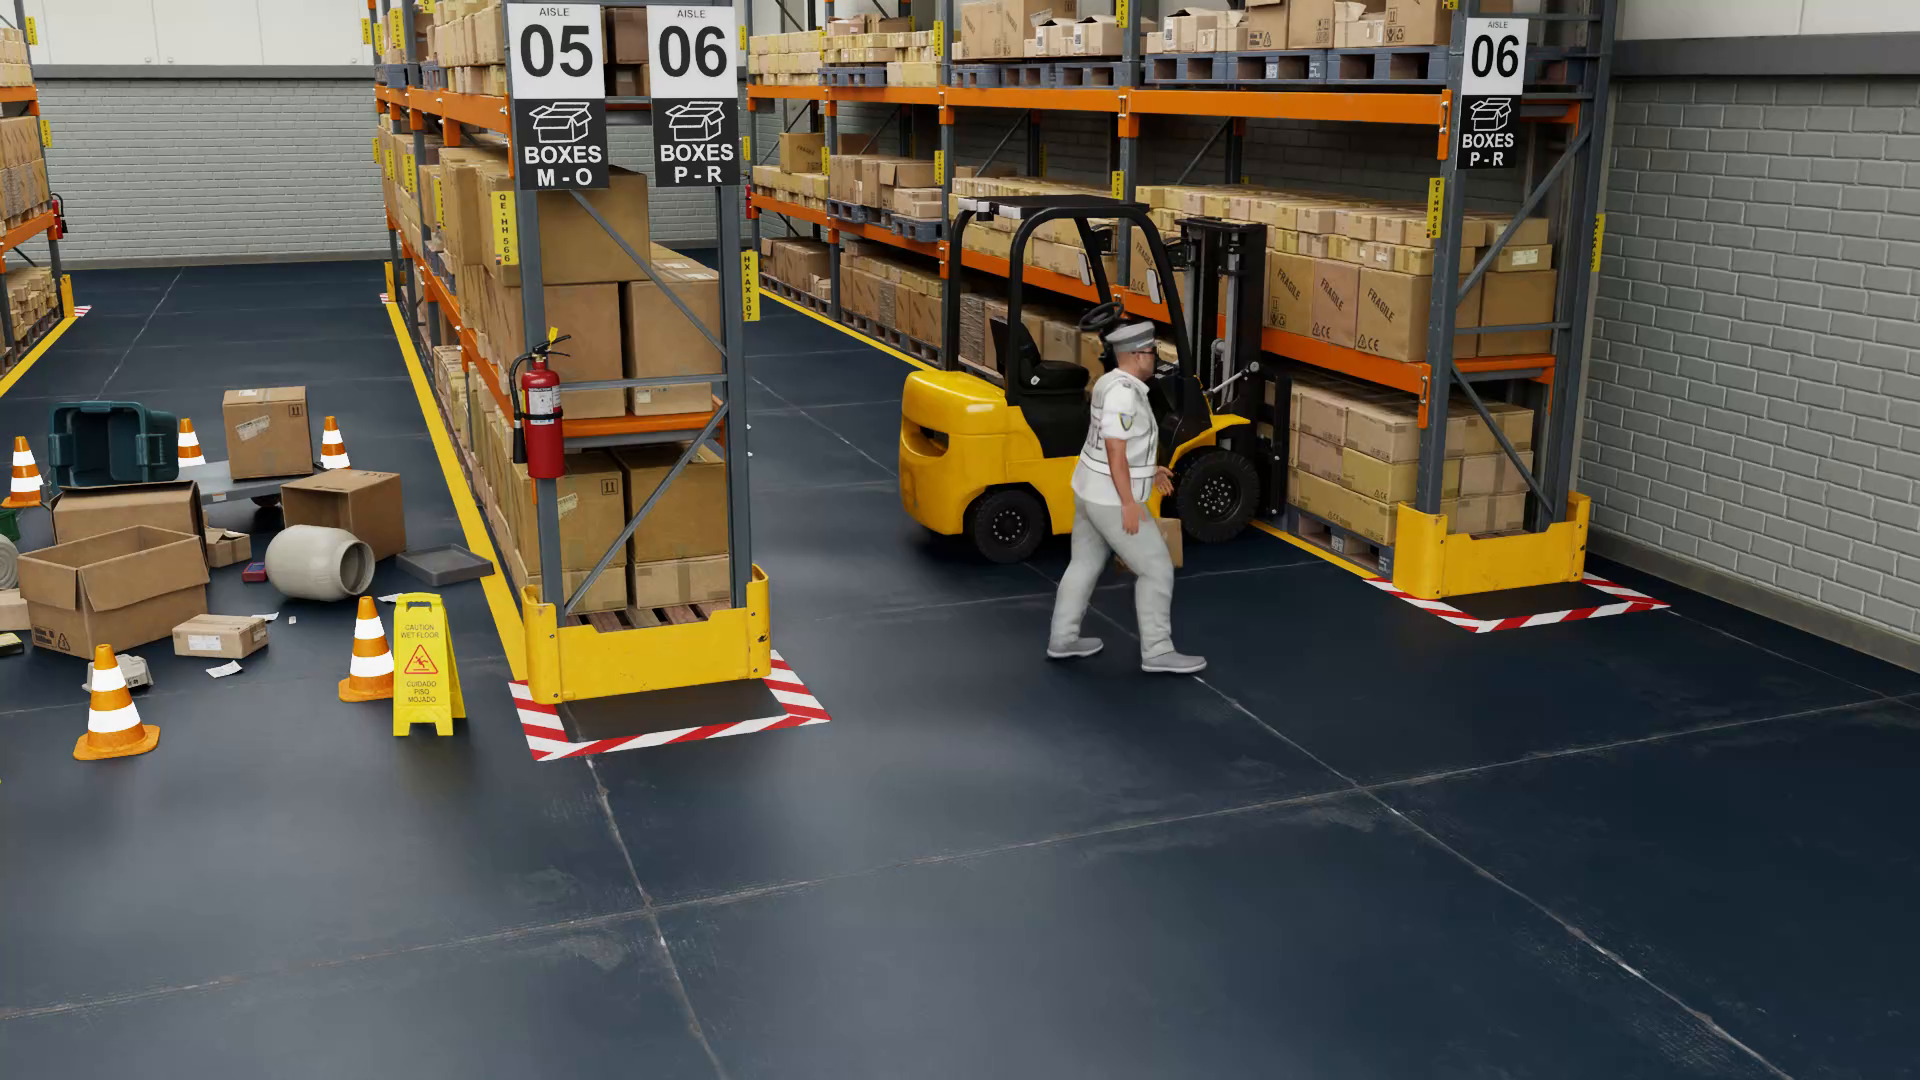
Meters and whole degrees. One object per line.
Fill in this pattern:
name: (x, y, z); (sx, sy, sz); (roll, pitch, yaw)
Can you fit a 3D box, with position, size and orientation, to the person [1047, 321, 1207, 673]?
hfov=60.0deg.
person: (0.827, -0.221, 8.320); (0.735, 1.736, 0.667); (-3, 16, -10)
